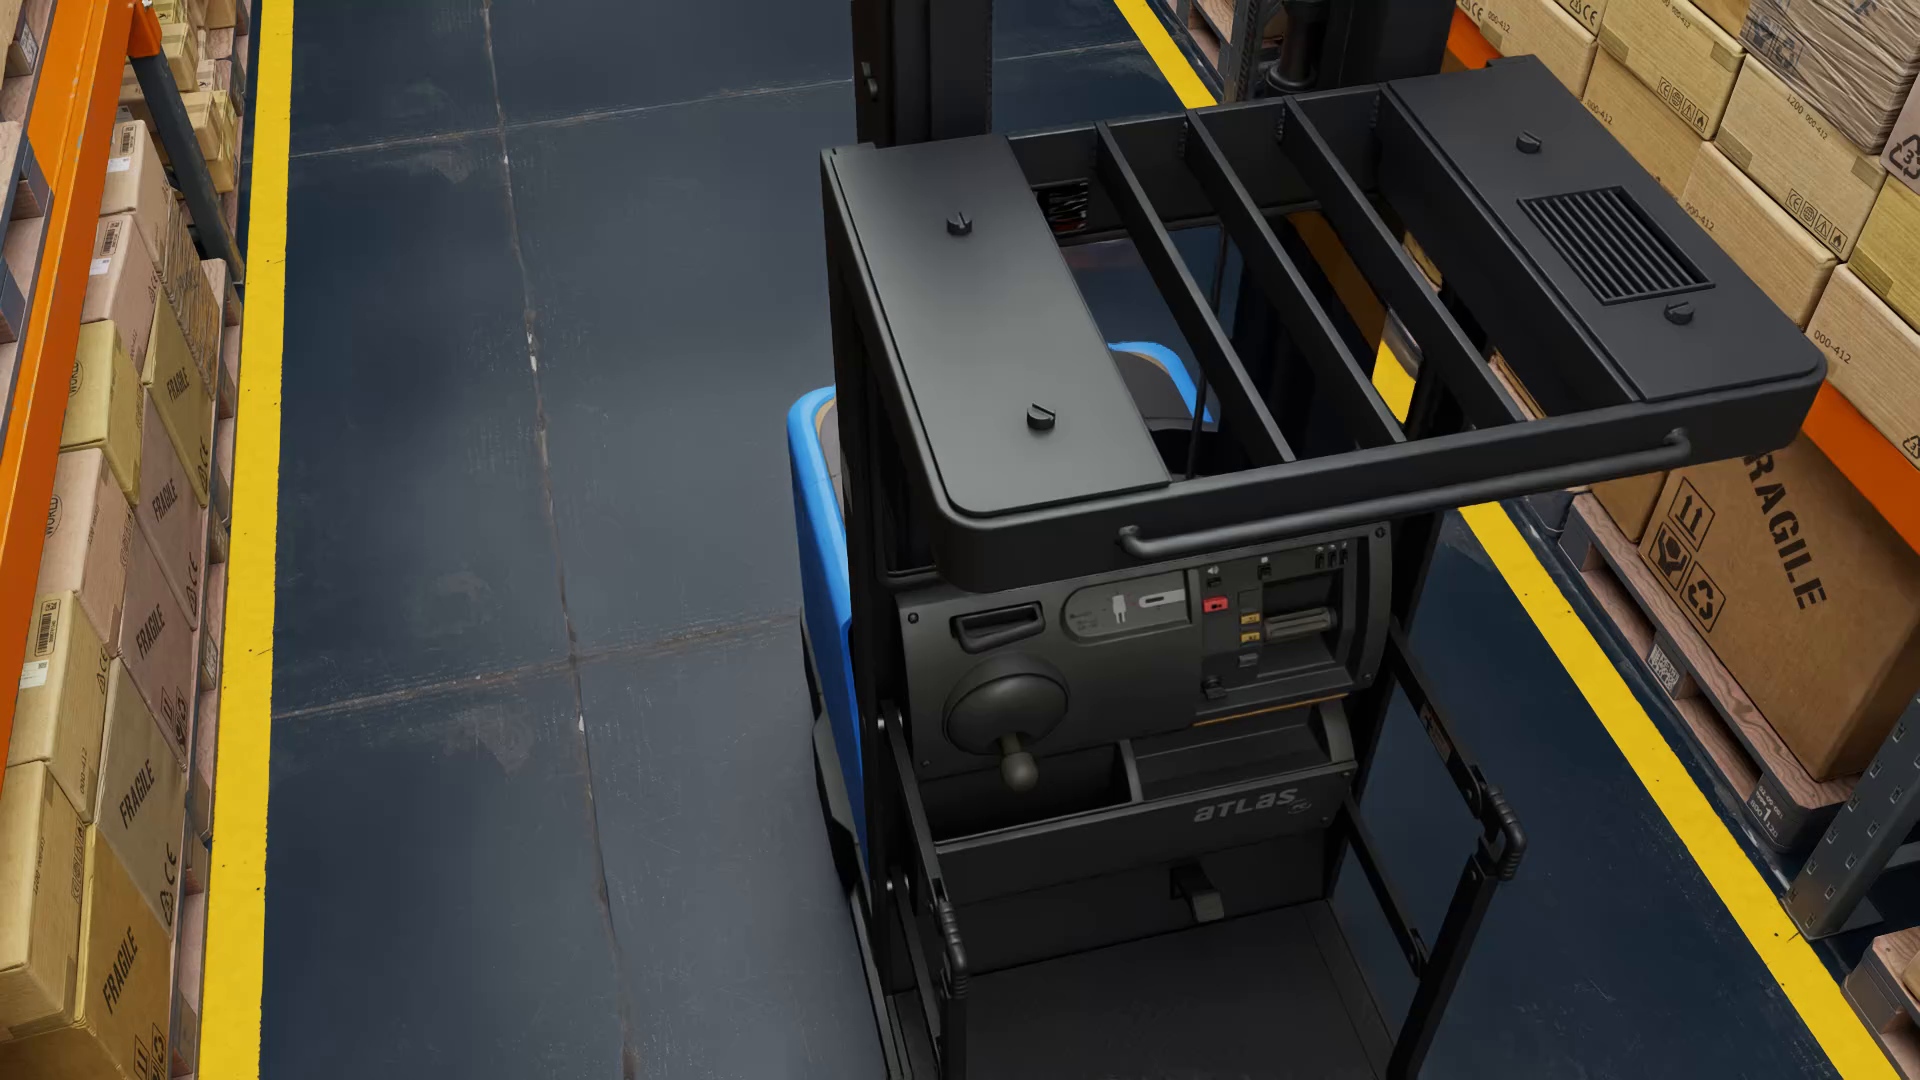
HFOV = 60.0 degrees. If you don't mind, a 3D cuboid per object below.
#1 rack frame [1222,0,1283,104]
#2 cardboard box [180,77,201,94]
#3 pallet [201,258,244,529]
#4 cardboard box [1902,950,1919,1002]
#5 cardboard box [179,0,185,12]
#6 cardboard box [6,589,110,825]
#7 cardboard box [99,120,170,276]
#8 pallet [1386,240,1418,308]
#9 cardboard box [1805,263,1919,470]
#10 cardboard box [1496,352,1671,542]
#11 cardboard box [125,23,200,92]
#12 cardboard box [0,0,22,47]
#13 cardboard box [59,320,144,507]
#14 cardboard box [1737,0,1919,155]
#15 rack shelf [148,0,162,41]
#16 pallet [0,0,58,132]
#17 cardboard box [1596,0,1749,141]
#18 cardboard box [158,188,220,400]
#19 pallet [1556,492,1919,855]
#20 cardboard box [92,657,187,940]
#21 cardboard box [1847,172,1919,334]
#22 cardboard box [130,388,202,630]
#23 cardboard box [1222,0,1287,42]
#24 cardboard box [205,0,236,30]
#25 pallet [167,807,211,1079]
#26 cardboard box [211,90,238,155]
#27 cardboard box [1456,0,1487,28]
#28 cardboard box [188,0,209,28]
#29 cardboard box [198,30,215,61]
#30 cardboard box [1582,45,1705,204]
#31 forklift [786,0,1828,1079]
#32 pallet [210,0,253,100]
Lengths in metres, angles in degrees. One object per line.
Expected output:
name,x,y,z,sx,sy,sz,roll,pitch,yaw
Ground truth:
rack frame,1.603,-2.918,6.009,1.000,3.000,0.127,-11,47,-10
cardboard box,-3.091,-1.663,6.273,0.380,0.149,0.250,-10,46,-10
pallet,-2.955,-0.429,5.523,1.003,0.211,1.213,-11,47,-10
cardboard box,2.762,1.009,3.707,0.950,0.372,0.625,-14,47,-13
cardboard box,-3.258,-2.118,6.511,0.380,0.149,0.250,-12,47,-11
cardboard box,-2.204,0.414,3.675,0.500,0.250,0.500,-11,47,-11
cardboard box,-2.721,-1.009,5.070,0.500,0.250,0.500,-12,47,-11
pallet,1.874,-1.423,6.496,1.003,0.211,1.213,-11,47,-10
cardboard box,2.247,-0.405,3.652,0.500,0.250,0.500,-12,47,-12
cardboard box,2.306,-0.668,4.998,0.875,0.875,0.875,-10,46,-10
cardboard box,-3.057,-1.777,6.177,0.380,0.149,0.250,-9,46,-8
cardboard box,-2.734,-1.412,4.416,0.380,0.149,0.250,-11,47,-10
cardboard box,-2.453,-0.290,4.365,0.500,0.250,0.500,-13,47,-12
cardboard box,2.103,-1.203,3.558,0.500,0.500,0.500,-10,46,-10
rack shelf,-3.668,-3.072,6.664,1.077,0.370,4.000,-11,47,-10
pallet,-3.101,-1.321,4.579,1.003,0.211,1.213,-11,47,-10
cardboard box,1.972,-1.269,4.149,0.500,0.250,0.500,-12,47,-11
cardboard box,-2.723,-0.750,5.341,0.500,0.500,0.500,-12,47,-11
pallet,2.498,0.262,4.845,1.003,0.211,1.213,-11,47,-10
cardboard box,-2.199,0.665,3.954,0.500,0.500,0.500,-10,46,-10
cardboard box,2.258,-0.566,3.460,0.500,0.250,0.500,-11,47,-10
cardboard box,-2.465,-0.041,4.646,0.500,0.500,0.500,-12,47,-11
cardboard box,1.546,-2.621,7.218,0.875,0.438,0.875,-11,47,-11
cardboard box,-3.310,-2.290,7.096,0.380,0.149,0.250,-12,47,-11
pallet,-2.331,1.255,3.872,1.003,0.211,1.213,-11,47,-10
cardboard box,-3.007,-1.586,6.406,0.380,0.149,0.250,-9,46,-9
cardboard box,1.710,-1.799,5.018,0.500,0.250,0.500,-11,47,-11
cardboard box,-3.302,-2.206,6.805,0.380,0.149,0.250,-9,46,-8
cardboard box,-3.234,-1.914,6.728,0.380,0.149,0.250,-12,47,-11
cardboard box,1.987,-1.106,4.338,0.500,0.250,0.500,-11,47,-11
forklift,0.404,0.299,2.905,1.130,2.935,3.031,-10,46,-10
pallet,-3.678,-2.268,7.325,1.003,0.211,1.213,-11,47,-10
